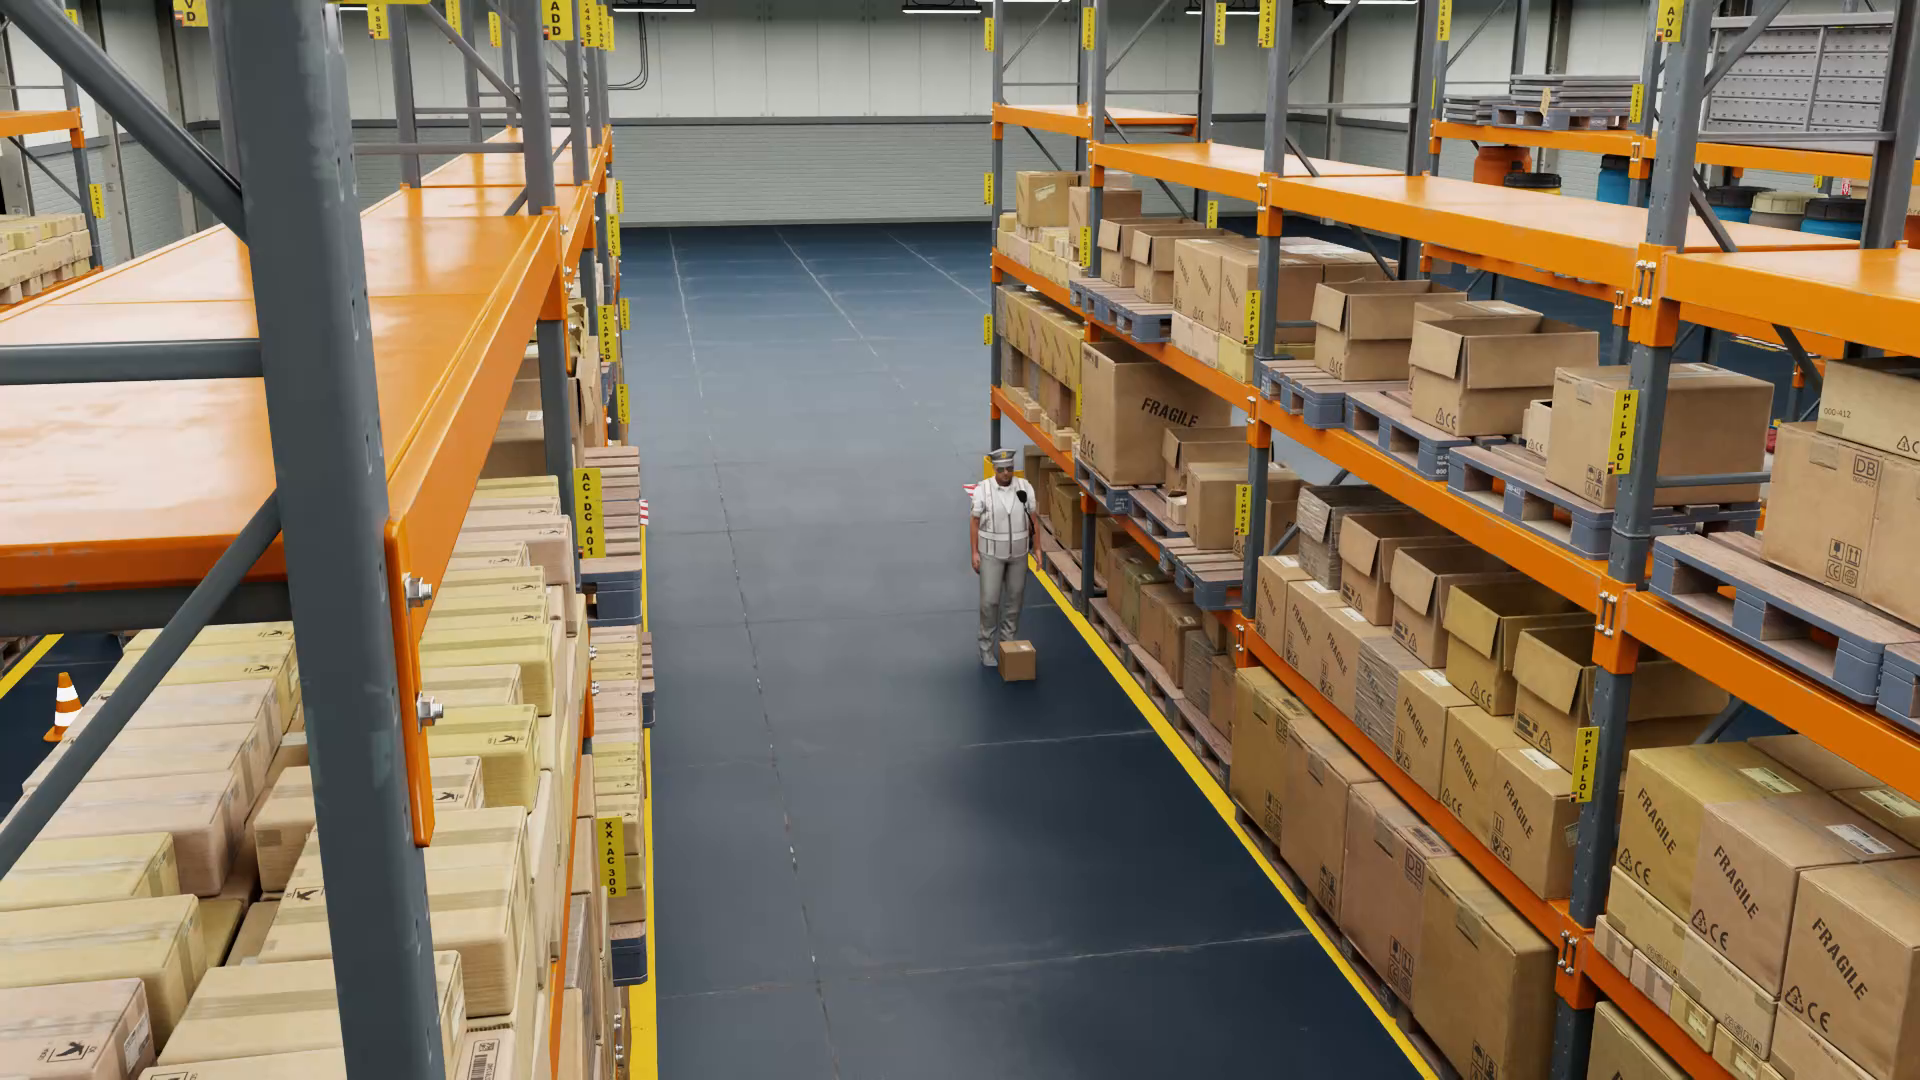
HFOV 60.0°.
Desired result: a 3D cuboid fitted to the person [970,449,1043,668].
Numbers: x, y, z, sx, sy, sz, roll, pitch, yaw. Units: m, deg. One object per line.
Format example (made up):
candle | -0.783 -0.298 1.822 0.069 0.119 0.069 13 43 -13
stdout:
person | 0.402 0.146 13.596 0.575 1.823 0.511 -5 17 -15
